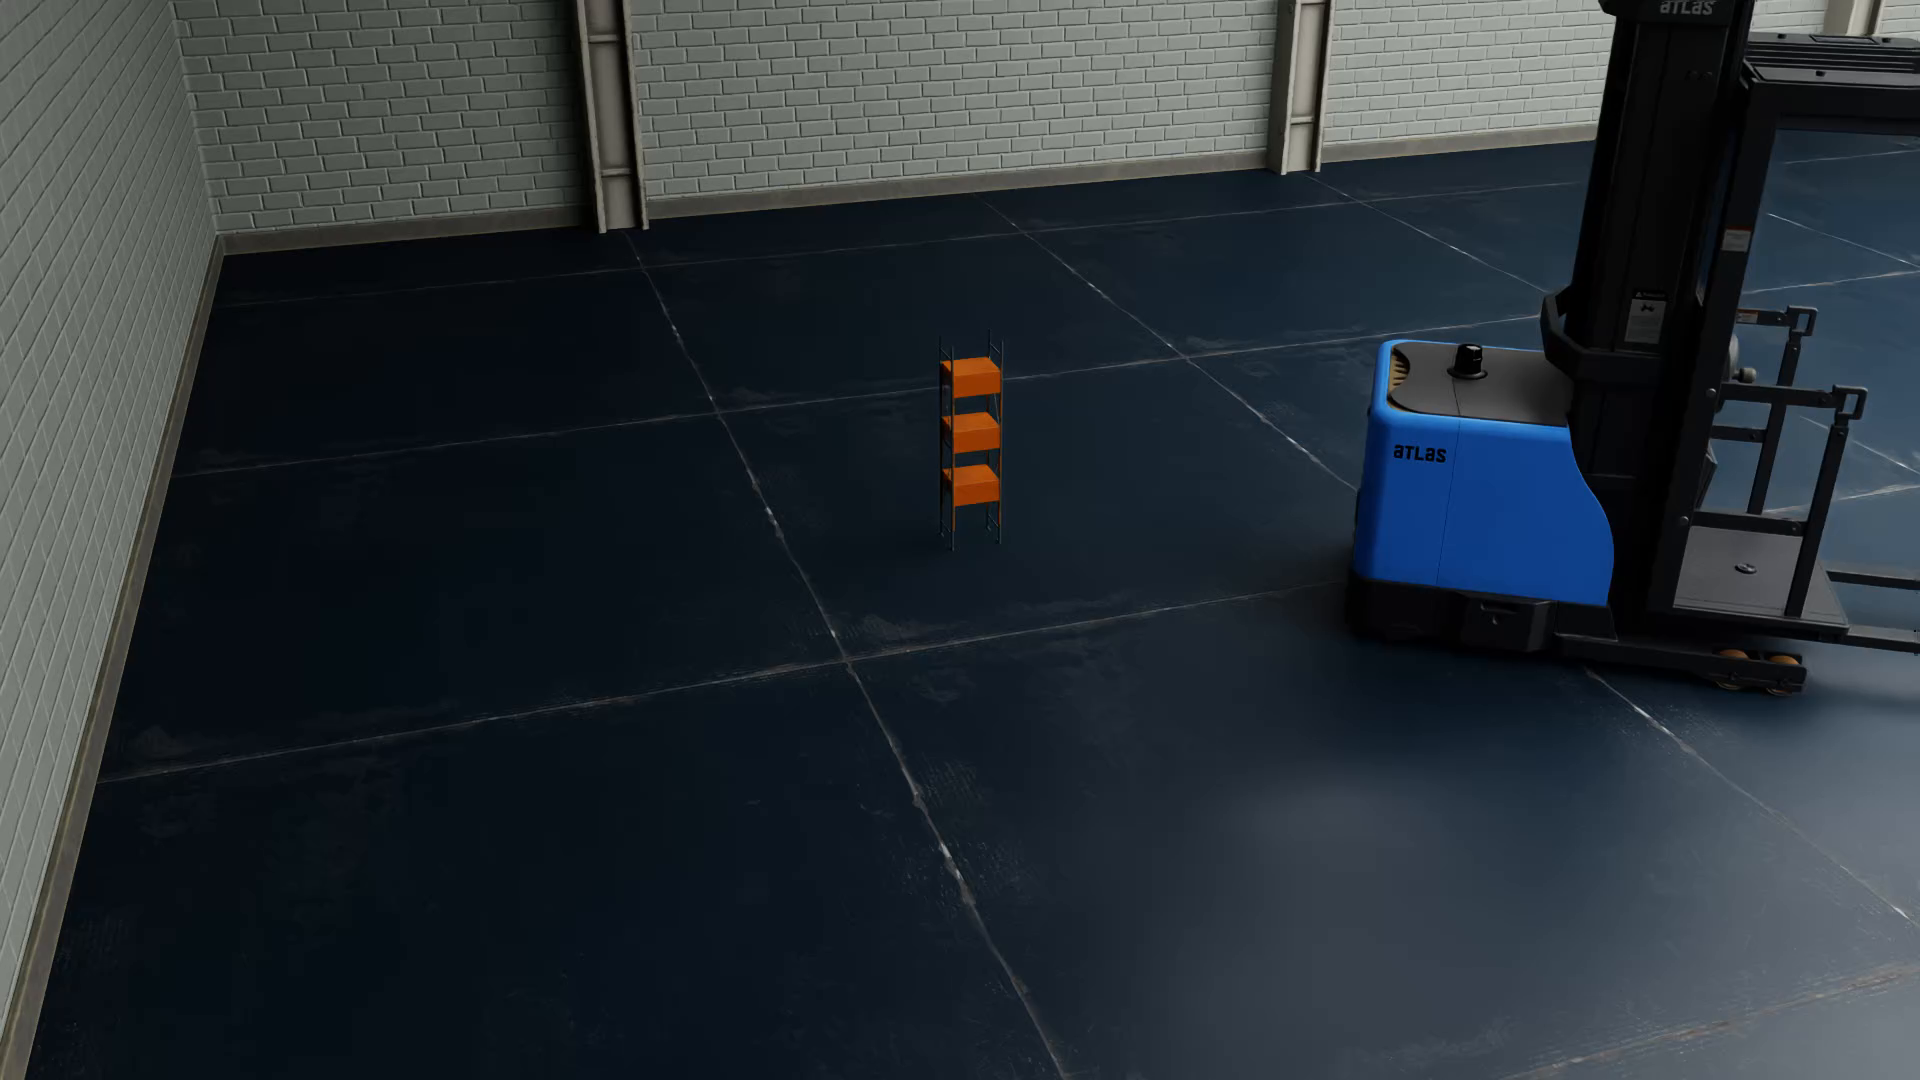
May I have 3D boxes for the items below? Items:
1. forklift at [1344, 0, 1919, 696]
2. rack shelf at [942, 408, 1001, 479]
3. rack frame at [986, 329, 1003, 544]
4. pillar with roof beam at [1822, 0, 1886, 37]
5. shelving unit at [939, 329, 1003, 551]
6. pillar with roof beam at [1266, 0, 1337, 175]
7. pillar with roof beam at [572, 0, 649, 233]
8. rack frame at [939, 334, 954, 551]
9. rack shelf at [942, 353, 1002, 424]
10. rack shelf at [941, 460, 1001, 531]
[{"bbox_3d":[3.283,-0.924,6.815,3.031,2.935,1.130,7,27,13],"label":"forklift"},{"bbox_3d":[0.051,-0.468,8.036,0.240,0.259,0.215,-8,28,-16],"label":"rack shelf"},{"bbox_3d":[0.167,-0.494,8.065,0.008,1.050,0.200,-8,28,-16],"label":"rack frame"},{"bbox_3d":[10.033,-6.378,10.977,0.400,9.000,9.100,-8,28,-16],"label":"pillar with roof beam"},{"bbox_3d":[0.051,-0.478,8.031,0.252,1.050,0.215,-8,28,-16],"label":"shelving unit"},{"bbox_3d":[4.328,-5.551,9.312,0.400,9.000,9.100,-8,28,-16],"label":"pillar with roof beam"},{"bbox_3d":[-1.377,-4.725,7.648,0.400,9.000,9.100,-8,28,-16],"label":"pillar with roof beam"},{"bbox_3d":[-0.065,-0.461,7.998,0.008,1.050,0.200,-8,28,-16],"label":"rack frame"},{"bbox_3d":[0.051,-0.722,7.910,0.240,0.259,0.215,-8,28,-16],"label":"rack shelf"},{"bbox_3d":[0.051,-0.219,8.160,0.240,0.259,0.215,-8,28,-16],"label":"rack shelf"}]
